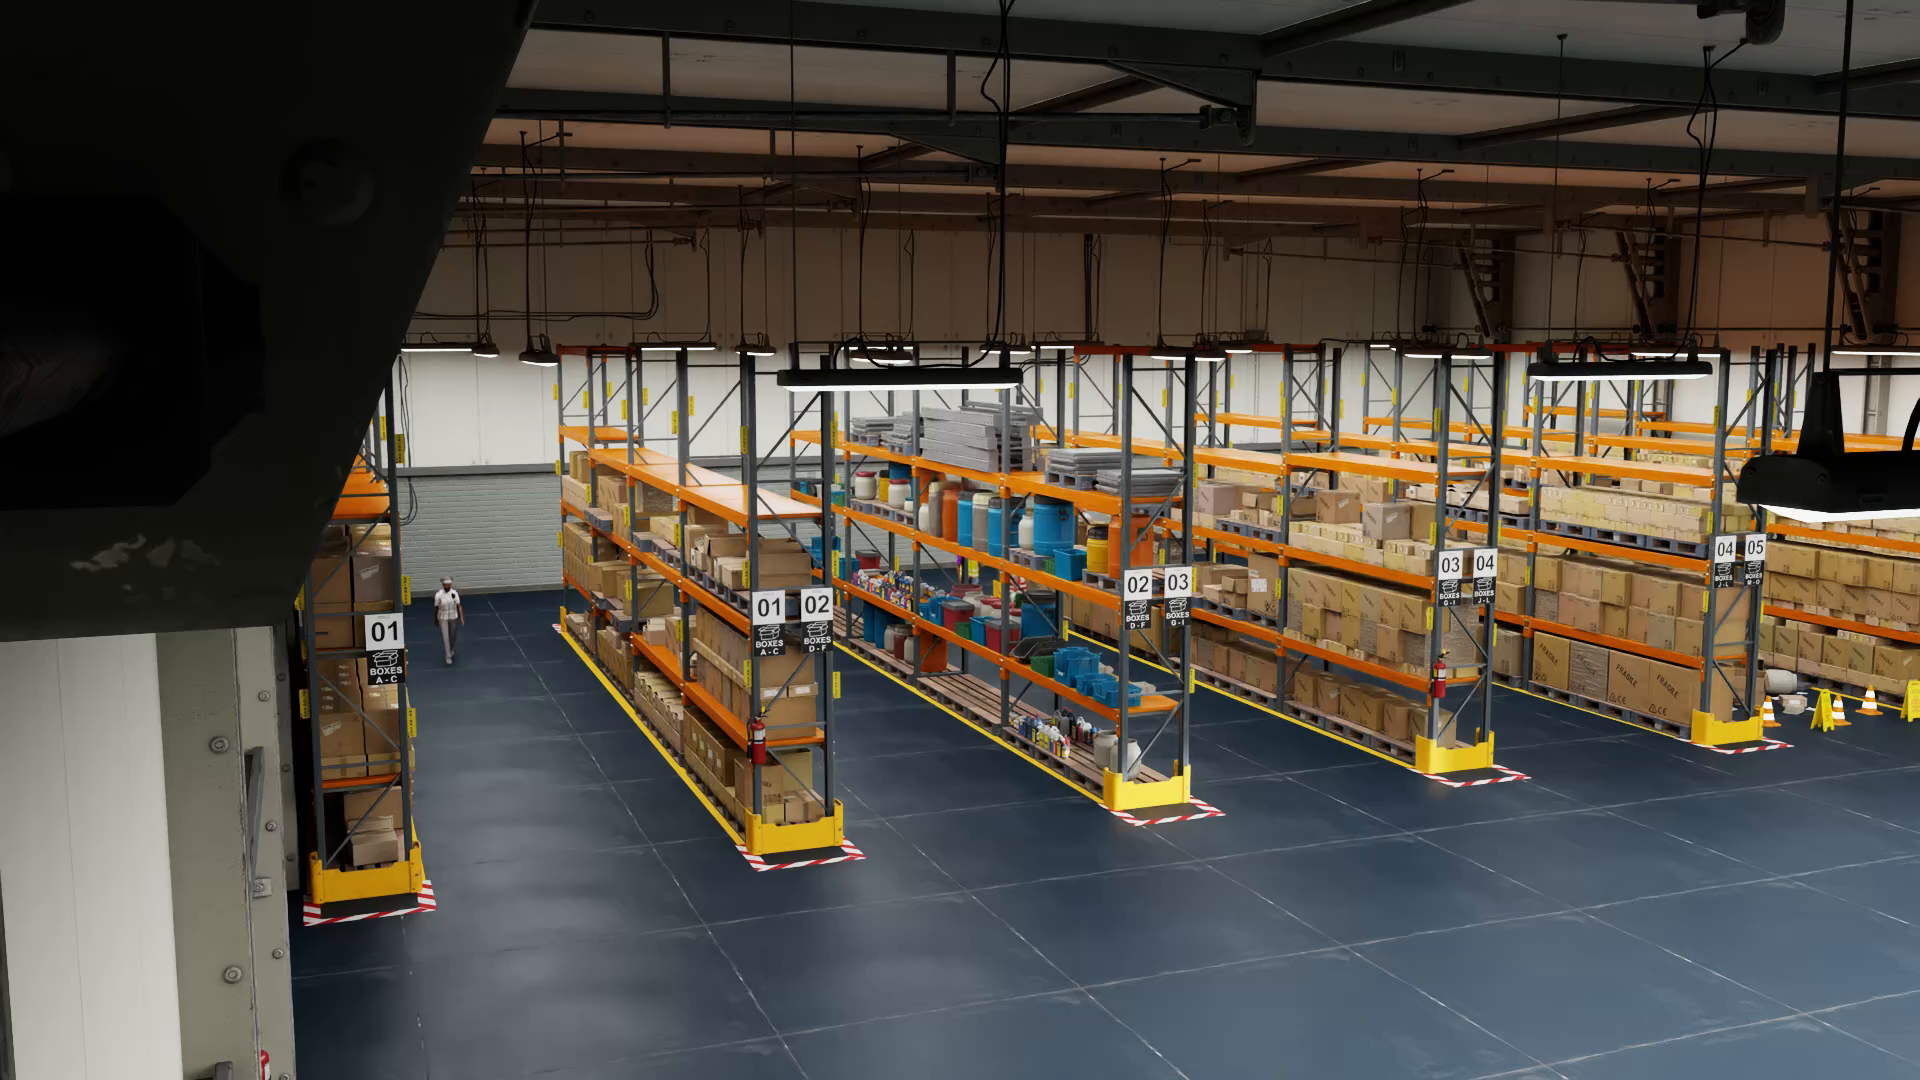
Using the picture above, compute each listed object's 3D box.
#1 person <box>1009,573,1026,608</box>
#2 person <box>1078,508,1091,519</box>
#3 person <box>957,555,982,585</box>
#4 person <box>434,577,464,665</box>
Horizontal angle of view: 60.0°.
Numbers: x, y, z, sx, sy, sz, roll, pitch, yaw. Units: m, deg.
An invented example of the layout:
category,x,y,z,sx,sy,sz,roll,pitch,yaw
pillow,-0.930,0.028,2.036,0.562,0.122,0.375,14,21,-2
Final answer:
category,x,y,z,sx,sy,sz,roll,pitch,yaw
person,1.213,1.094,34.287,0.472,1.791,0.603,4,8,26
person,3.158,-0.109,43.737,0.462,1.795,0.580,-6,10,-41
person,0.226,0.806,36.695,0.629,1.704,1.077,-2,8,-18
person,-9.733,1.489,31.656,0.528,1.626,1.033,-3,8,-23
